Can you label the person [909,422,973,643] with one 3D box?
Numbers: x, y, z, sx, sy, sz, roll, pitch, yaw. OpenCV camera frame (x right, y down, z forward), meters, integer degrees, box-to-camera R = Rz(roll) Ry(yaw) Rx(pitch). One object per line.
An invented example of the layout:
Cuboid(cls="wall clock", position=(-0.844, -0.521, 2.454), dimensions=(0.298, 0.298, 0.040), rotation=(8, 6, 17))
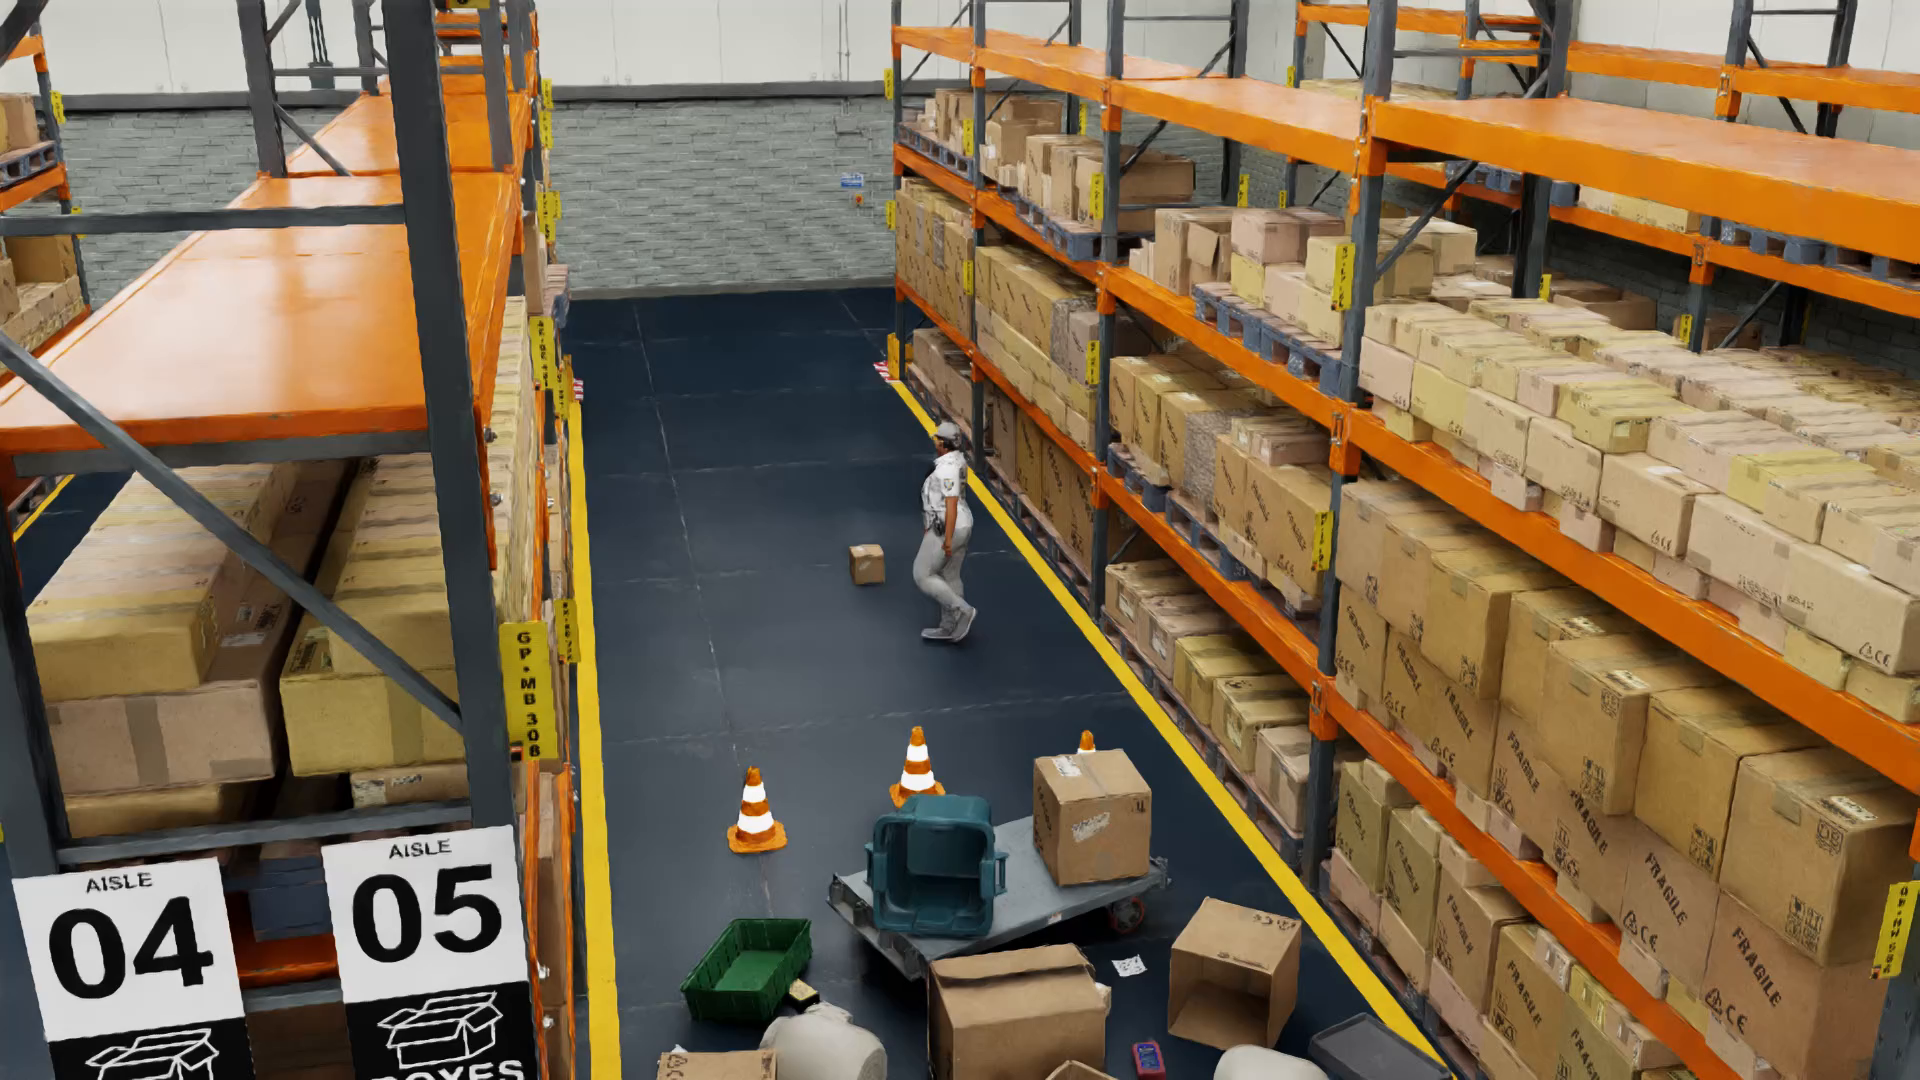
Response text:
Cuboid(cls="person", position=(-0.128, -0.055, 12.503), dimensions=(0.464, 1.623, 0.680), rotation=(3, 20, 8))
